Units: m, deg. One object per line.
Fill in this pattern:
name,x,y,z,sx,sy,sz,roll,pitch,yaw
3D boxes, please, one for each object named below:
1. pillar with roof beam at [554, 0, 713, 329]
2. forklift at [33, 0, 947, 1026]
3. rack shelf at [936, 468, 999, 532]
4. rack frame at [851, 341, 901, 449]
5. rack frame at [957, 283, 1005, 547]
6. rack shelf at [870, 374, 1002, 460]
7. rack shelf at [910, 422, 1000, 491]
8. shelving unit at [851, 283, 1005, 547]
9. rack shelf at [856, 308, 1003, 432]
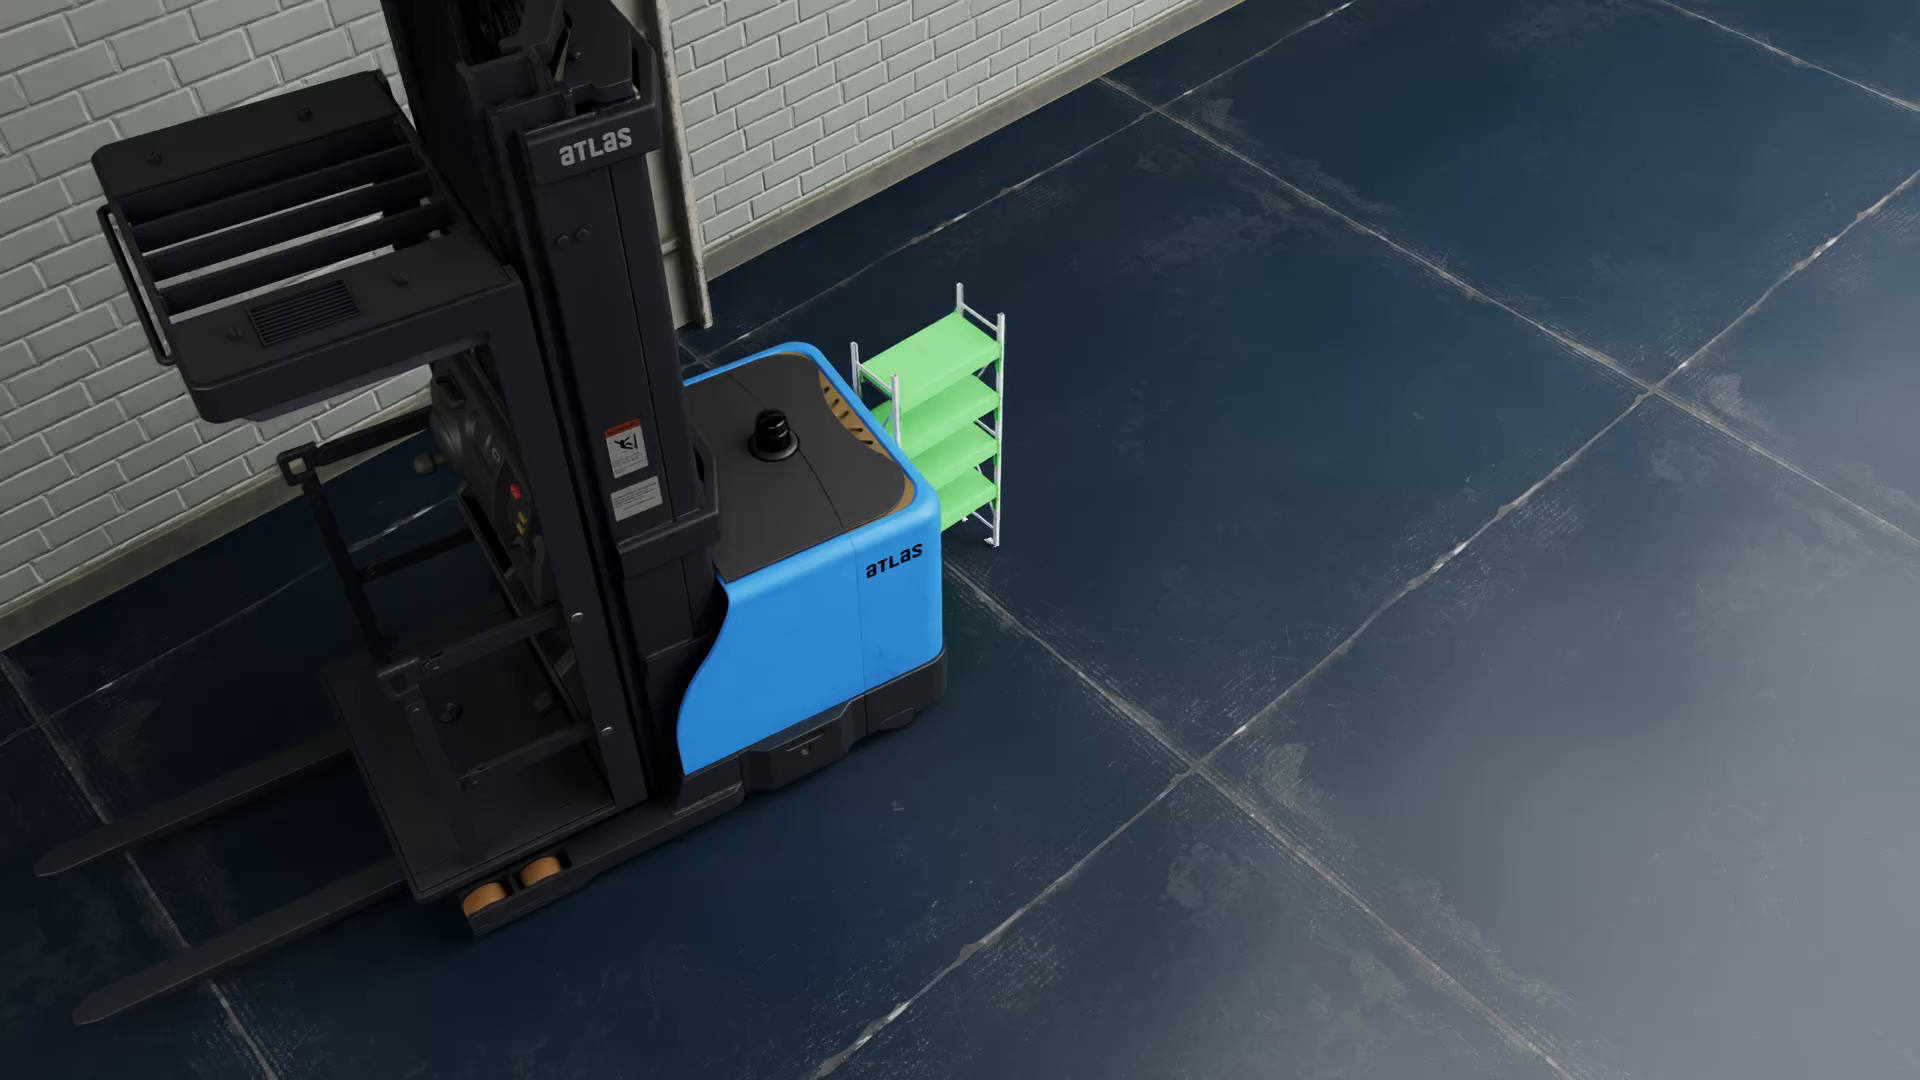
pillar with roof beam,1.512,-1.691,2.188,0.400,9.000,9.100,-34,56,-27
forklift,-1.578,-0.141,4.886,3.031,2.935,1.130,-24,52,-20
rack shelf,-0.111,-0.123,6.460,0.480,0.148,0.258,-33,55,-27
rack frame,-0.294,-0.210,6.128,0.015,1.200,0.240,-33,55,-27
rack frame,0.072,-0.447,6.346,0.015,1.200,0.240,-33,55,-27
rack shelf,-0.111,-0.448,6.107,0.480,0.148,0.258,-33,55,-27
rack shelf,-0.111,-0.285,6.284,0.480,0.148,0.258,-33,55,-27
shelving unit,-0.111,-0.329,6.237,0.503,1.200,0.258,-33,55,-27
rack shelf,-0.111,-0.611,5.931,0.480,0.148,0.258,-33,55,-27
